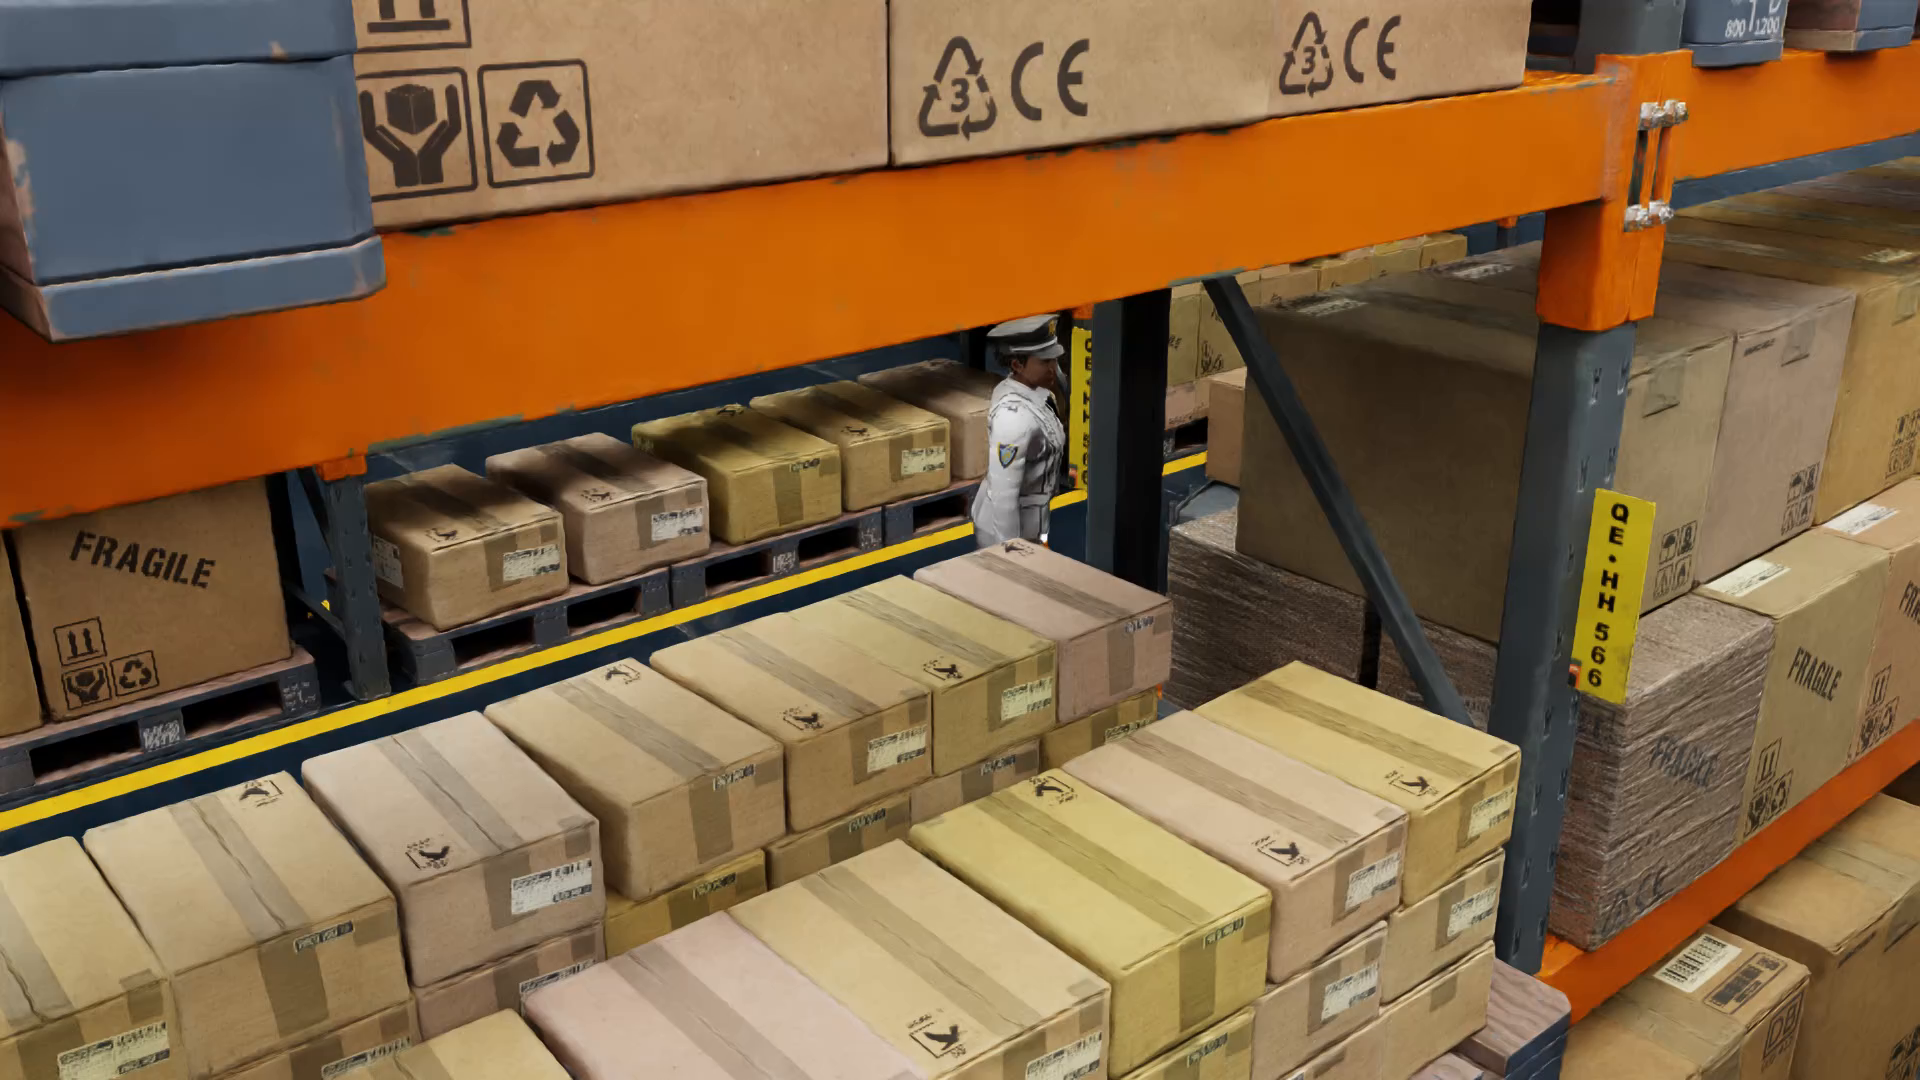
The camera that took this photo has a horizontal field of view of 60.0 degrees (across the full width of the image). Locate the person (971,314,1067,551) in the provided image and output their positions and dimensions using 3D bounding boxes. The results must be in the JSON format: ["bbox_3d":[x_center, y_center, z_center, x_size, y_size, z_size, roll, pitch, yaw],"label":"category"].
[{"bbox_3d":[0.187,-0.022,6.125,0.552,1.671,0.500,0,21,0],"label":"person"}]
